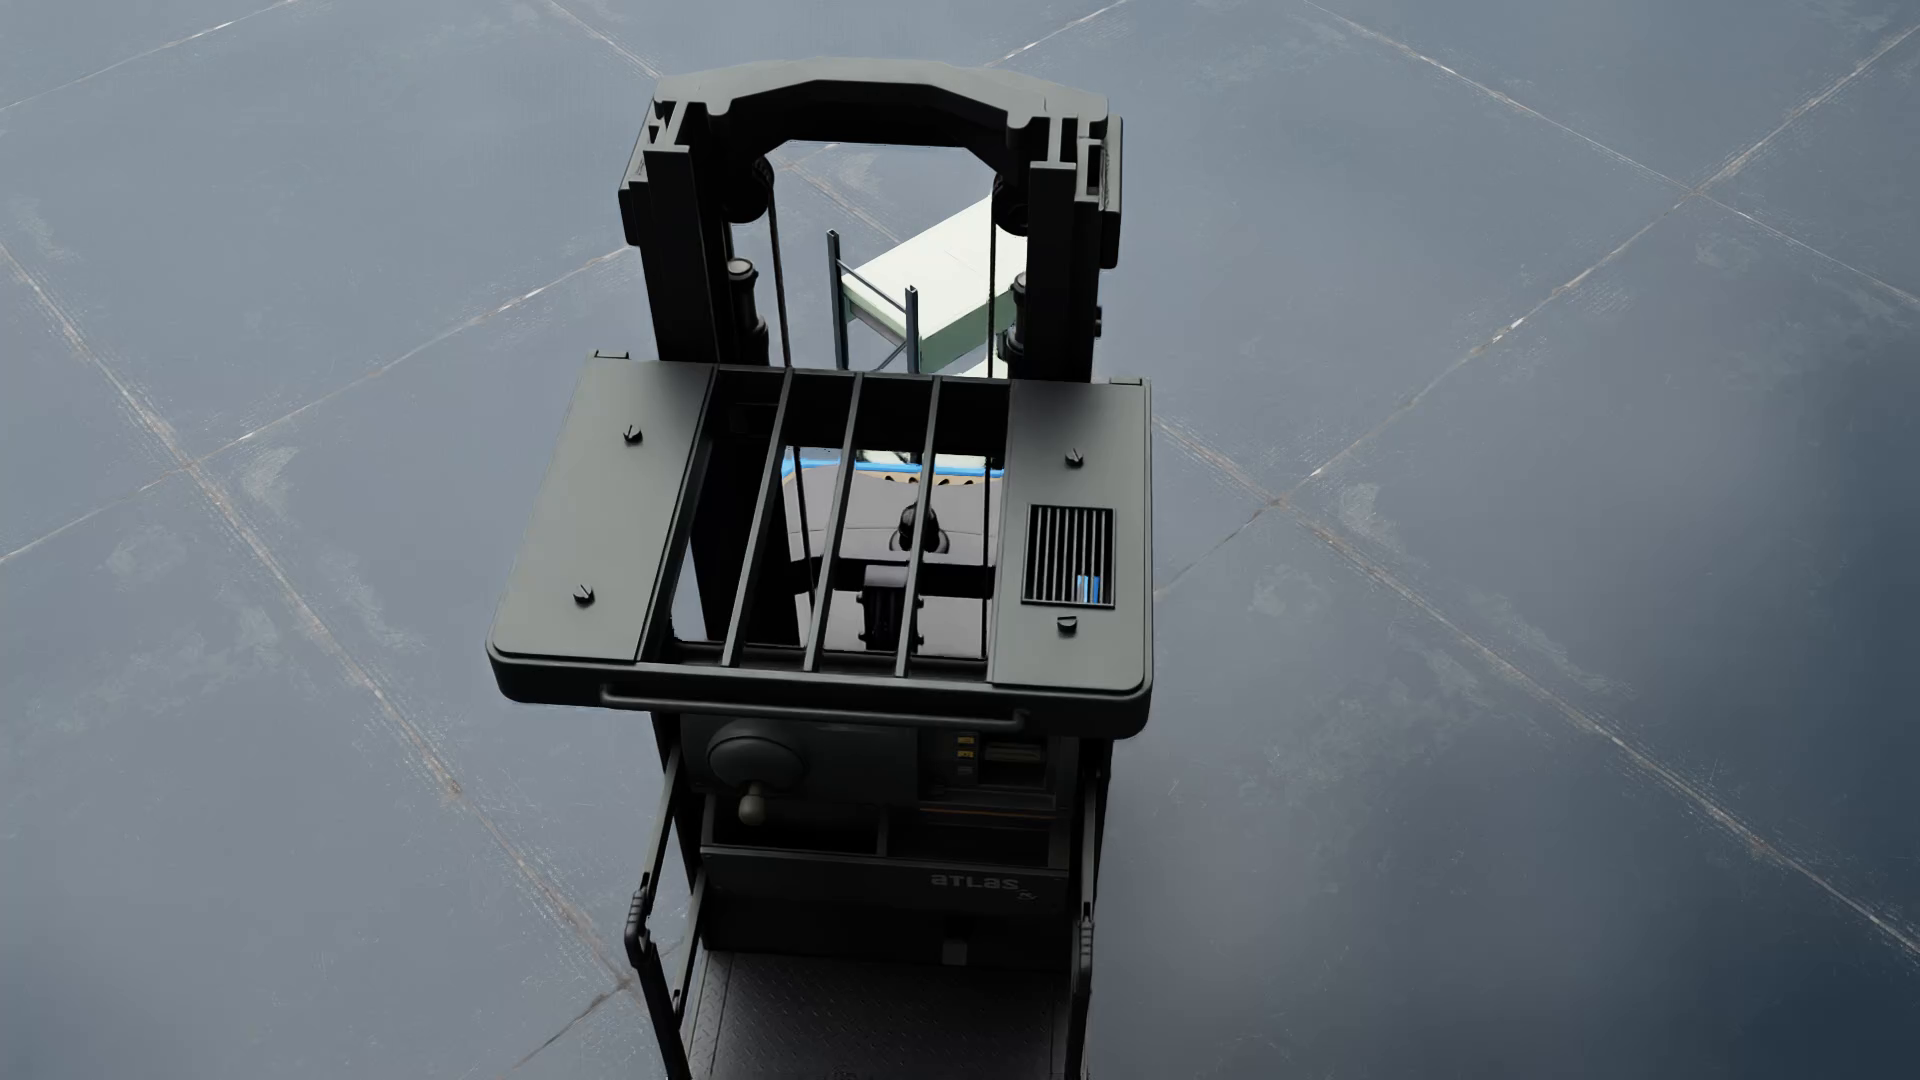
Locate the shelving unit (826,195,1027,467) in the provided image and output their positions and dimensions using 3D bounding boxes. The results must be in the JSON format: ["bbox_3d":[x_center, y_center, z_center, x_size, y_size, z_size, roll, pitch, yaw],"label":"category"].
[{"bbox_3d":[0.005,-0.512,5.702,0.755,1.500,0.431,-34,56,-27],"label":"shelving unit"}]

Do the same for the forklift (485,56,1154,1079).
[{"bbox_3d":[-0.201,0.583,3.717,1.130,2.935,3.031,3,47,3],"label":"forklift"}]

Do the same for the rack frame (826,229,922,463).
[{"bbox_3d":[-0.266,-0.331,5.535,0.023,1.500,0.400,-34,56,-27],"label":"rack frame"}]

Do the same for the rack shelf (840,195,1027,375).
[{"bbox_3d":[0.005,-0.777,5.415,0.720,0.370,0.431,-34,56,-27],"label":"rack shelf"}]

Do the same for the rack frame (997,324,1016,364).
[{"bbox_3d":[0.276,-0.693,5.869,0.023,1.500,0.400,-34,56,-27],"label":"rack frame"}]

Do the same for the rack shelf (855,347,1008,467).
[{"bbox_3d":[0.005,-0.291,5.941,0.720,0.370,0.431,-34,56,-27],"label":"rack shelf"}]
